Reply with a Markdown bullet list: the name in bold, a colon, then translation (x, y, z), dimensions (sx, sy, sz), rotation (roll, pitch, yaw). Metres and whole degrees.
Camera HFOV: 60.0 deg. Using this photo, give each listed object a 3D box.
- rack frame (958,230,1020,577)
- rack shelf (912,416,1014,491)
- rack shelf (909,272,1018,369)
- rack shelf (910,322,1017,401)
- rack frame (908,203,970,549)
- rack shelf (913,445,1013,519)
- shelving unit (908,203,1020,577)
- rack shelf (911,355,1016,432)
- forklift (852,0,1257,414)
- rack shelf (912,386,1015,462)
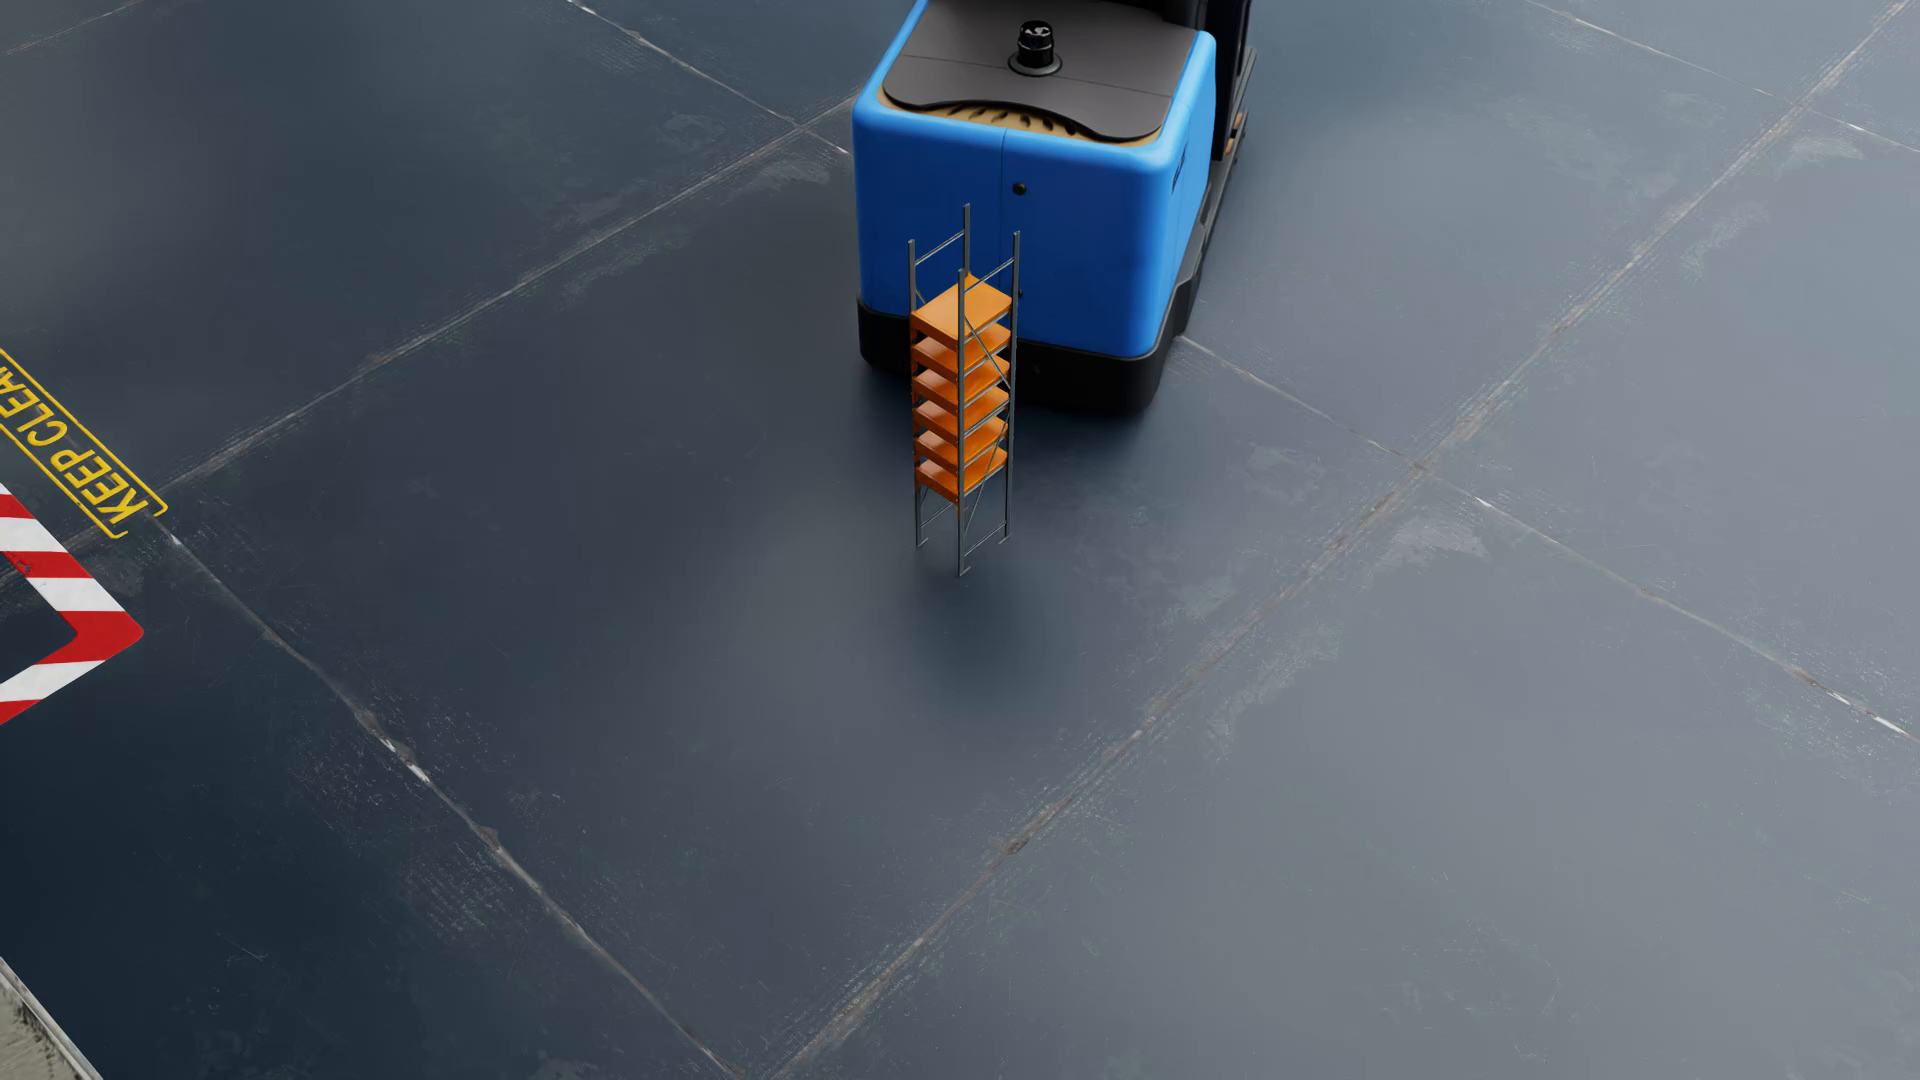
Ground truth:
- **rack frame**: translation (0.078, -0.358, 4.857), dimensions (0.006, 1.200, 0.240), rotation (34, 55, 28)
- **rack shelf**: translation (0.011, -0.291, 5.019), dimensions (0.180, 0.103, 0.258), rotation (34, 55, 28)
- **rack shelf**: translation (0.011, -0.620, 4.669), dimensions (0.180, 0.103, 0.258), rotation (34, 55, 28)
- **rack shelf**: translation (0.011, -0.537, 4.757), dimensions (0.180, 0.103, 0.258), rotation (34, 55, 28)
- **rack frame**: translation (-0.057, -0.449, 4.942), dimensions (0.006, 1.200, 0.240), rotation (34, 55, 28)
- **rack shelf**: translation (0.011, -0.209, 5.107), dimensions (0.180, 0.103, 0.258), rotation (34, 55, 28)
- **shelving unit**: translation (0.011, -0.404, 4.899), dimensions (0.189, 1.200, 0.258), rotation (34, 55, 28)
- **rack shelf**: translation (0.011, -0.455, 4.844), dimensions (0.180, 0.103, 0.258), rotation (34, 55, 28)
- **forklift**: translation (0.550, -2.529, 5.708), dimensions (1.130, 2.935, 3.031), rotation (12, 48, 11)
- **rack shelf**: translation (0.011, -0.373, 4.932), dimensions (0.180, 0.103, 0.258), rotation (34, 55, 28)
